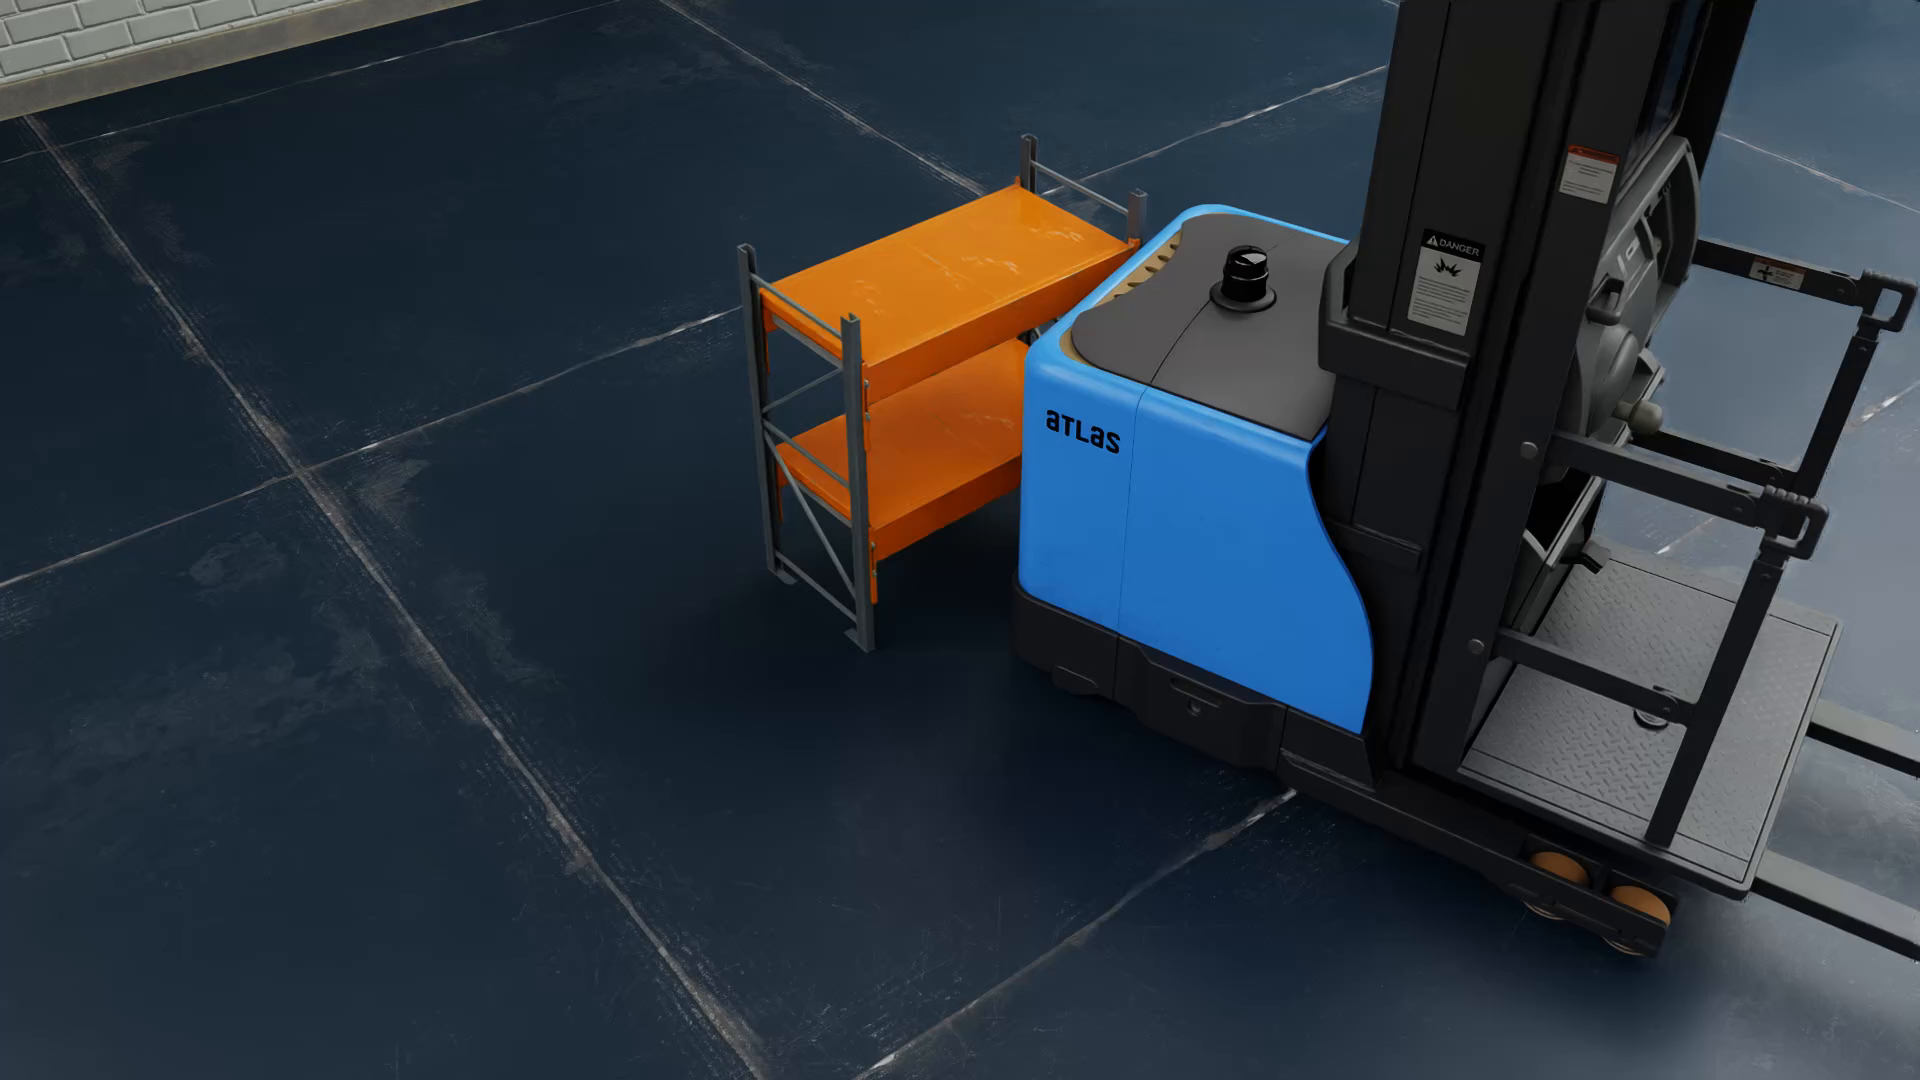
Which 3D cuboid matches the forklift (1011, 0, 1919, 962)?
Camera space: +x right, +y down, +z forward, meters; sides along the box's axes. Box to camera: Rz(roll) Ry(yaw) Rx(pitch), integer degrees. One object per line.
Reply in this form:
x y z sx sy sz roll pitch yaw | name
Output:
1.661 -0.518 3.571 3.031 2.935 1.130 22 44 25 | forklift

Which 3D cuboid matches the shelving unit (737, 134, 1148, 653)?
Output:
-0.035 -0.440 4.900 1.048 1.125 0.538 -28 47 -30 | shelving unit

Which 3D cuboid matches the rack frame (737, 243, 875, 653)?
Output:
-0.422 -0.232 4.645 0.032 1.125 0.500 -28 47 -30 | rack frame

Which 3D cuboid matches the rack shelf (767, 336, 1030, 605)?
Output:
-0.035 -0.251 5.055 1.000 0.278 0.538 -28 47 -30 | rack shelf

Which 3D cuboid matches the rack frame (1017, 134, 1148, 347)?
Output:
0.353 -0.649 5.155 0.032 1.125 0.500 -28 47 -30 | rack frame

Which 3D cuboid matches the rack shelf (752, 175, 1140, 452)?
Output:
-0.035 -0.667 4.714 1.000 0.278 0.538 -28 47 -30 | rack shelf
